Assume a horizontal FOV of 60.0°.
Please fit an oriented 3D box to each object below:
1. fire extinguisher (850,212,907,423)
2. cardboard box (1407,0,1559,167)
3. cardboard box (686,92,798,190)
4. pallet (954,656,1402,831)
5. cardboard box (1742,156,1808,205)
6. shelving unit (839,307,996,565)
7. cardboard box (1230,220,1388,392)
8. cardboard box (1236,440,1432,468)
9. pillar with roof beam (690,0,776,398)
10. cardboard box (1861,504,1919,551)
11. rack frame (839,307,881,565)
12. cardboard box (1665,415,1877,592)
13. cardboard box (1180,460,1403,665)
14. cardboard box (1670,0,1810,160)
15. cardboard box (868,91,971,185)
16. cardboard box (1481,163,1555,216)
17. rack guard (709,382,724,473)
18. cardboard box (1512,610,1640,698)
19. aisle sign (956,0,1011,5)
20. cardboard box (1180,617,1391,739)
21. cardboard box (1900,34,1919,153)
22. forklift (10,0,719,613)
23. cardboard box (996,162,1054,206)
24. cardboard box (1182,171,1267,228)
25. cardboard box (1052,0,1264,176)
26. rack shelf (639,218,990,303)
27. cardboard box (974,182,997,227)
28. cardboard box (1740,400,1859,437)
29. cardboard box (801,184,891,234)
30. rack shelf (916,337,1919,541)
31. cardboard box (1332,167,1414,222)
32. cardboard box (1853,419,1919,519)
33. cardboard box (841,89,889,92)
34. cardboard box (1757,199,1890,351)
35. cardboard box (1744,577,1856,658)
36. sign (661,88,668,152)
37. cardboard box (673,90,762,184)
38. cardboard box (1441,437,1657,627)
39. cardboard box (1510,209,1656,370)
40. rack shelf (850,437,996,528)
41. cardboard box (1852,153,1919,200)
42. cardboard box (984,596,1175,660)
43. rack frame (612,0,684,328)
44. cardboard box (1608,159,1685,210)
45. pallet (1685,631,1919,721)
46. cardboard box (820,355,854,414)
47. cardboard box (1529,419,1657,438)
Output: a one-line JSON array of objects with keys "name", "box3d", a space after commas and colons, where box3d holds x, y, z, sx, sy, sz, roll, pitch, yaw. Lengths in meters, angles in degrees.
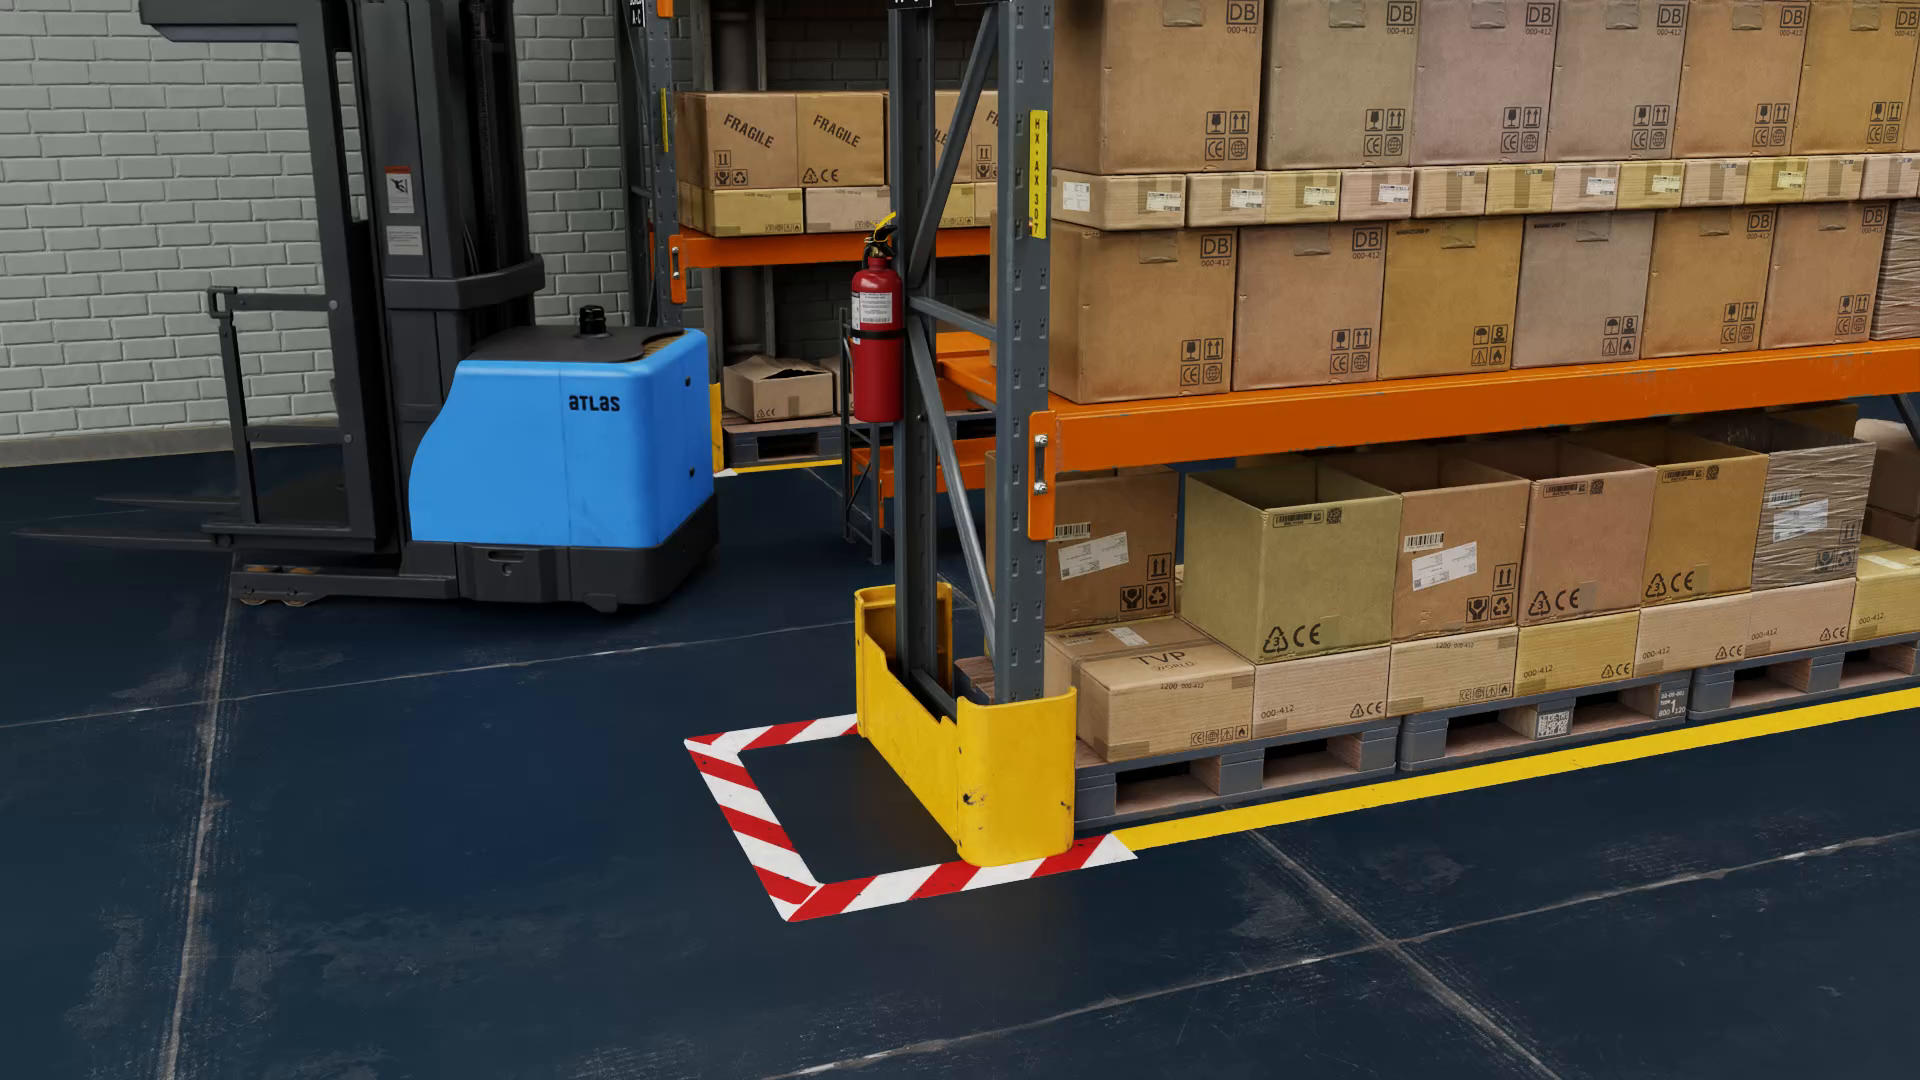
[{"name": "fire extinguisher", "box3d": [-0.265, -0.726, 5.385, 0.183, 0.674, 0.296, -6, 17, -20]}, {"name": "cardboard box", "box3d": [1.461, -1.478, 5.328, 0.500, 0.500, 0.700, -6, 17, -20]}, {"name": "cardboard box", "box3d": [-1.211, -2.222, 9.242, 0.500, 0.500, 0.500, -6, 17, -20]}, {"name": "pallet", "box3d": [0.711, 0.597, 5.691, 1.213, 0.211, 1.003, -6, 17, -20]}, {"name": "cardboard box", "box3d": [2.619, -1.230, 5.633, 0.250, 0.149, 0.380, -6, 17, -20]}, {"name": "shelving unit", "box3d": [0.006, -0.540, 7.942, 1.048, 1.125, 0.538, -6, 17, -20]}, {"name": "cardboard box", "box3d": [0.941, -0.799, 5.318, 0.500, 0.500, 0.700, -6, 17, -19]}, {"name": "cardboard box", "box3d": [1.334, -0.132, 6.028, 0.500, 0.500, 0.500, -6, 17, -20]}, {"name": "pillar with roof beam", "box3d": [0.120, -4.000, 5.748, 0.400, 9.000, 9.100, -6, 17, -20]}, {"name": "cardboard box", "box3d": [4.030, -0.057, 7.102, 0.500, 0.250, 0.500, -6, 18, -21]}, {"name": "rack frame", "box3d": [-0.468, -0.489, 7.768, 0.032, 1.125, 0.500, -6, 17, -20]}, {"name": "cardboard box", "box3d": [2.921, -0.147, 6.078, 0.500, 0.500, 0.500, -6, 17, -20]}, {"name": "cardboard box", "box3d": [1.058, 0.059, 5.379, 0.500, 0.500, 0.500, -6, 17, -20]}, {"name": "cardboard box", "box3d": [2.395, -1.579, 5.671, 0.500, 0.500, 0.700, -6, 17, -20]}, {"name": "cardboard box", "box3d": [-0.261, -2.320, 9.575, 0.500, 0.500, 0.500, -7, 18, -22]}, {"name": "cardboard box", "box3d": [1.657, -1.125, 5.278, 0.250, 0.149, 0.380, -6, 18, -21]}, {"name": "rack guard", "box3d": [-1.693, -0.764, 9.814, 0.348, 0.500, 1.175, -6, 17, -20]}, {"name": "cardboard box", "box3d": [1.993, 0.318, 5.825, 0.500, 0.250, 0.500, -6, 17, -20]}, {"name": "aisle sign", "box3d": [0.060, -1.813, 4.335, 0.004, 0.787, 0.394, -6, 17, -20]}, {"name": "cardboard box", "box3d": [1.058, 0.418, 5.486, 0.500, 0.250, 0.500, -6, 17, -20]}, {"name": "cardboard box", "box3d": [3.335, -1.680, 6.017, 0.500, 0.500, 0.700, -6, 17, -20]}, {"name": "forklift", "box3d": [-2.690, -1.263, 7.197, 3.031, 2.935, 1.130, 2, 16, 7]}, {"name": "cardboard box", "box3d": [0.300, -1.101, 5.195, 0.250, 0.149, 0.380, -6, 18, -21]}, {"name": "cardboard box", "box3d": [0.701, -1.022, 4.928, 0.250, 0.149, 0.380, -7, 18, -22]}, {"name": "cardboard box", "box3d": [0.502, -1.372, 4.968, 0.500, 0.500, 0.700, -6, 17, -20]}, {"name": "rack shelf", "box3d": [0.103, -1.812, 10.223, 4.000, 0.370, 1.077, -6, 17, -20]}, {"name": "cardboard box", "box3d": [0.235, -2.016, 9.869, 0.500, 0.250, 0.500, -6, 17, -20]}, {"name": "cardboard box", "box3d": [3.202, -0.334, 6.715, 0.500, 0.500, 0.500, -6, 17, -20]}, {"name": "cardboard box", "box3d": [-0.715, -1.915, 9.528, 0.500, 0.250, 0.500, -7, 18, -22]}, {"name": "rack shelf", "box3d": [1.879, -0.509, 5.786, 4.000, 0.370, 1.077, -6, 17, -20]}, {"name": "cardboard box", "box3d": [1.171, -1.072, 5.097, 0.250, 0.149, 0.380, -6, 18, -21]}, {"name": "cardboard box", "box3d": [4.022, -0.324, 7.017, 0.500, 0.311, 0.500, -6, 17, -20]}, {"name": "cardboard box", "box3d": [-0.445, -2.458, 10.045, 0.500, 0.500, 0.500, -7, 18, -22]}, {"name": "cardboard box", "box3d": [2.844, -1.003, 6.013, 0.500, 0.500, 0.700, -6, 18, -21]}, {"name": "cardboard box", "box3d": [2.922, 0.214, 6.182, 0.500, 0.250, 0.500, -6, 17, -20]}, {"name": "sign", "box3d": [-1.570, -2.229, 8.827, 0.005, 0.325, 0.100, -6, 17, -20]}, {"name": "cardboard box", "box3d": [-1.400, -2.357, 9.700, 0.500, 0.500, 0.500, -6, 18, -21]}, {"name": "cardboard box", "box3d": [1.994, -0.041, 5.718, 0.500, 0.500, 0.500, -6, 17, -20]}, {"name": "cardboard box", "box3d": [1.897, -0.901, 5.667, 0.500, 0.500, 0.700, -6, 17, -18]}, {"name": "rack shelf", "box3d": [0.006, -0.306, 8.011, 1.000, 0.278, 0.538, -6, 17, -20]}, {"name": "cardboard box", "box3d": [3.094, -1.280, 5.805, 0.250, 0.149, 0.380, -7, 18, -22]}, {"name": "cardboard box", "box3d": [0.407, 0.333, 5.775, 0.500, 0.250, 0.500, -6, 17, -20]}, {"name": "rack frame", "box3d": [-1.764, -1.956, 9.435, 0.127, 3.000, 1.000, -6, 17, -20]}, {"name": "cardboard box", "box3d": [2.136, -1.177, 5.452, 0.250, 0.149, 0.380, -6, 17, -18]}, {"name": "pallet", "box3d": [2.989, 0.351, 6.529, 1.213, 0.211, 1.003, -6, 17, -20]}, {"name": "cardboard box", "box3d": [-0.554, -0.981, 10.105, 0.500, 0.311, 0.500, -5, 17, -15]}, {"name": "cardboard box", "box3d": [2.268, -0.233, 6.372, 0.500, 0.500, 0.500, -6, 17, -20]}]
